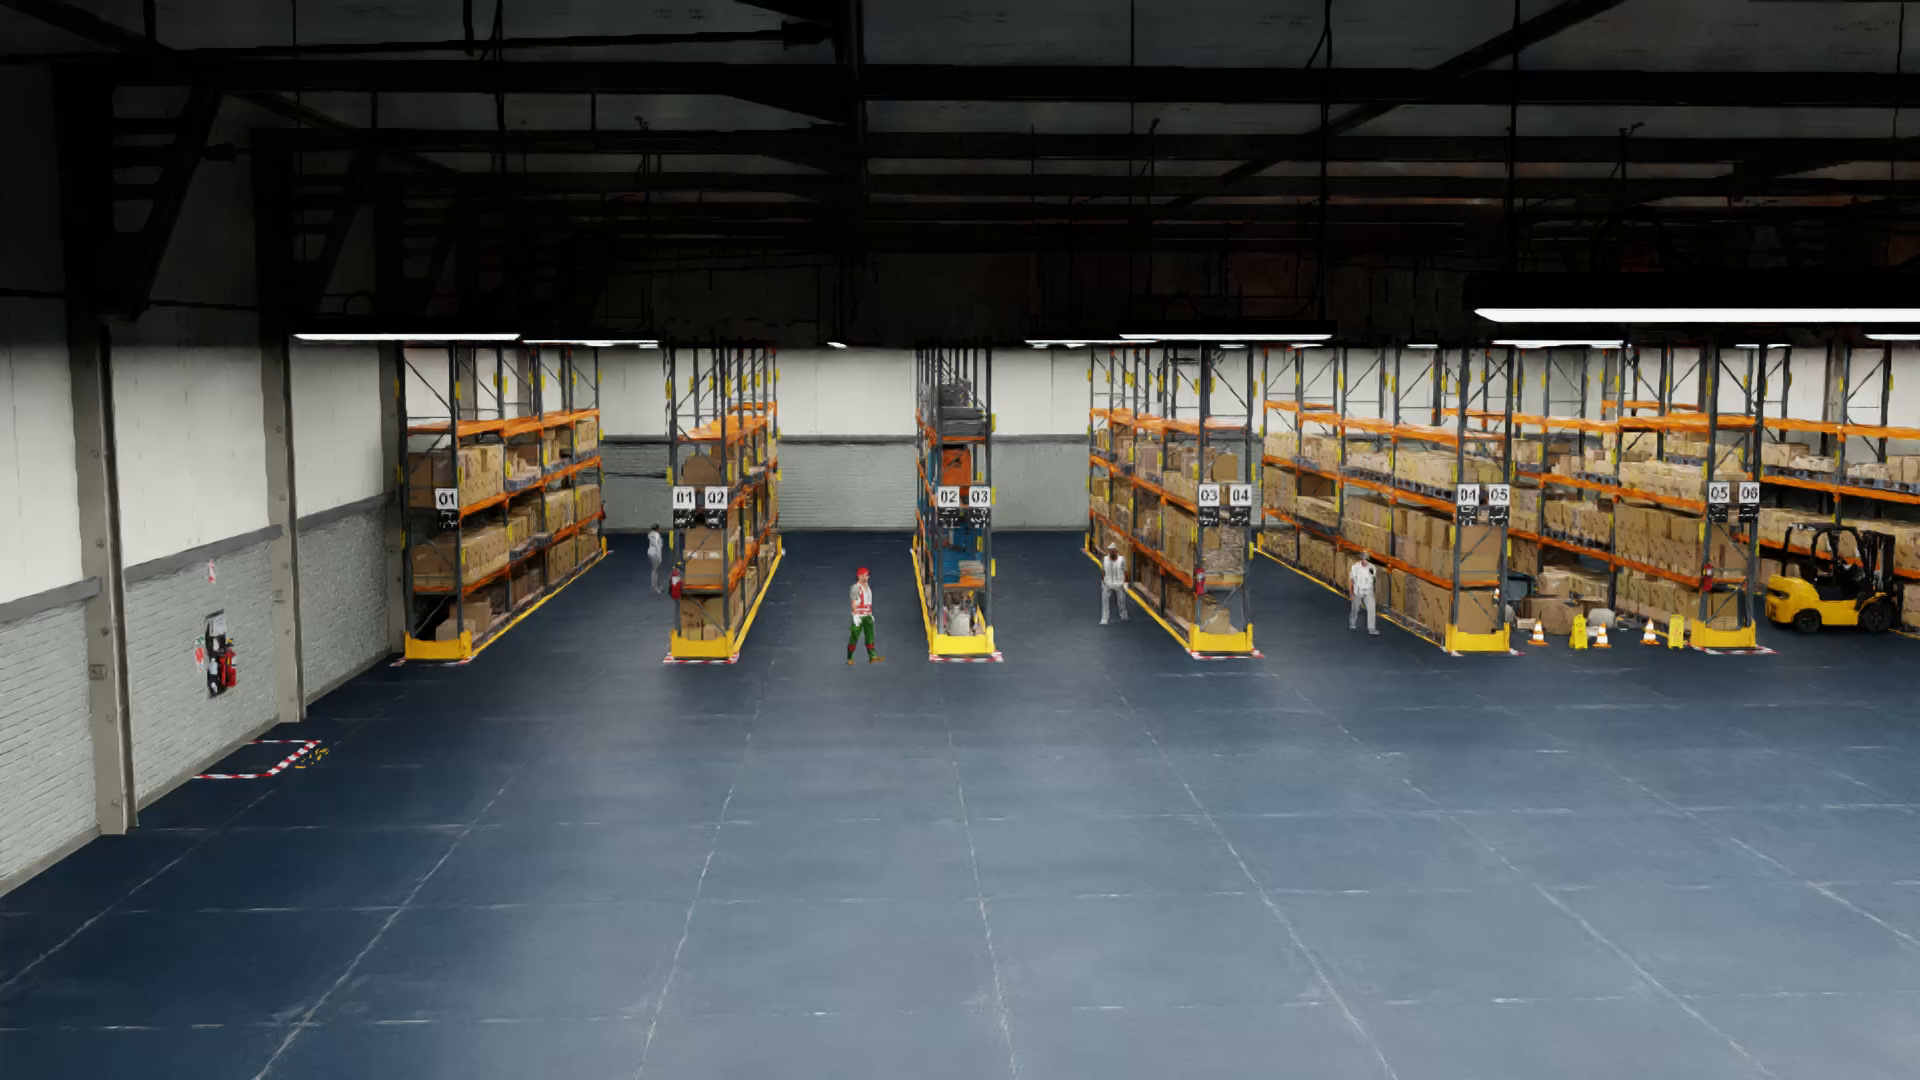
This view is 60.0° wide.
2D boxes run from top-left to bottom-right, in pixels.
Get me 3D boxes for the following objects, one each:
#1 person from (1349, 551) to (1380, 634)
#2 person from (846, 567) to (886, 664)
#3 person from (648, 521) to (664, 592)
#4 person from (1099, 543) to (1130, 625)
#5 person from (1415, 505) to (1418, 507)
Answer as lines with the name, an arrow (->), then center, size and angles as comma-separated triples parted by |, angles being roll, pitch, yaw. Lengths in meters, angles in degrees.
person -> 8.180, 1.039, 33.798 | 0.542, 1.675, 1.126 | 0, 6, -1
person -> -1.770, 1.369, 30.446 | 0.531, 1.785, 0.705 | 4, 8, 34
person -> -7.219, 0.383, 39.618 | 0.408, 1.680, 0.538 | -4, 8, -33
person -> 3.249, 0.903, 34.970 | 0.605, 1.731, 0.983 | 2, 7, 17
person -> 11.561, 0.007, 42.415 | 0.547, 1.785, 0.646 | 3, 7, 26
